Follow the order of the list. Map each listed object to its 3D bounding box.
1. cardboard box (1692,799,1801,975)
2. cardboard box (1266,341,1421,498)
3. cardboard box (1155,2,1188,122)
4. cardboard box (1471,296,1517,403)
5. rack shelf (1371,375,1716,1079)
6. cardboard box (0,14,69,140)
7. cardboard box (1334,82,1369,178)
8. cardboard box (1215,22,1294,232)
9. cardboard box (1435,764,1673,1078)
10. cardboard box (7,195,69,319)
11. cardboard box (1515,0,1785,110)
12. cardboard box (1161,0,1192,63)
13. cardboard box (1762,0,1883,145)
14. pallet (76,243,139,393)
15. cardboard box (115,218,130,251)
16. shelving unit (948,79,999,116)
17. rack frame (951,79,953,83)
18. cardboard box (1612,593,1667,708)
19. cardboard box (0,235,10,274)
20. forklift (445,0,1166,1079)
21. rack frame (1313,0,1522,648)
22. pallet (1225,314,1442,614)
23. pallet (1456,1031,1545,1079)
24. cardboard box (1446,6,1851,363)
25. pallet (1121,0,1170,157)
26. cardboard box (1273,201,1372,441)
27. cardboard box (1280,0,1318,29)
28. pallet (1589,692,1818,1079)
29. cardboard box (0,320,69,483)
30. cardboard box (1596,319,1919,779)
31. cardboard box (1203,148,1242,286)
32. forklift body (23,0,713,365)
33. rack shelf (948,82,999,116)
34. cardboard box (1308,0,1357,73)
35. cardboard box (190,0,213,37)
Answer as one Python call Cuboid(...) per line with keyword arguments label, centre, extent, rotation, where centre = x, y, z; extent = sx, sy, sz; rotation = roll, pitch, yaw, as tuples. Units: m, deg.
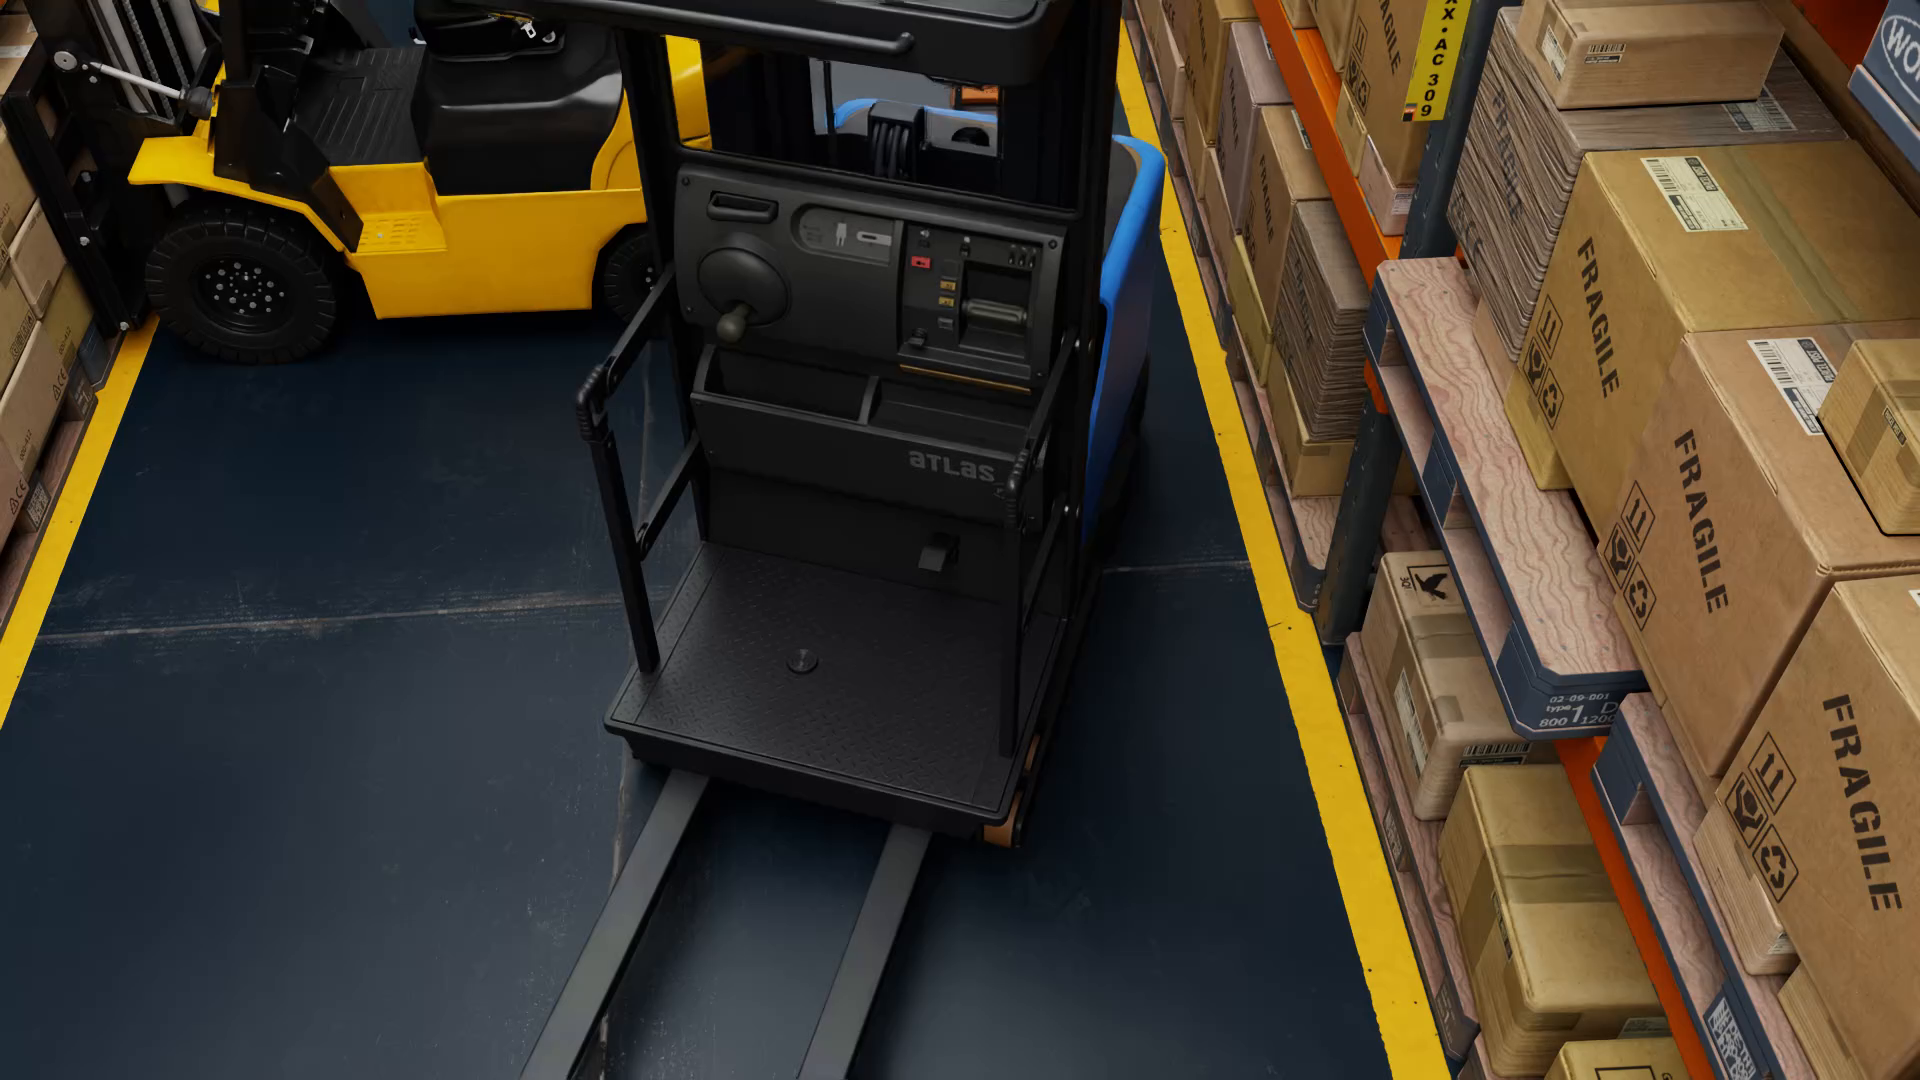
Cuboid(label="cardboard box", centre=(1.383, 0.520, 2.576), extent=(0.380, 0.149, 0.250), rotation=(-2, 47, -2))
Cuboid(label="cardboard box", centre=(1.253, -0.396, 5.164), extent=(0.500, 0.250, 0.500), rotation=(-2, 47, -1))
Cuboid(label="cardboard box", centre=(1.063, -1.909, 6.596), extent=(0.500, 0.250, 0.500), rotation=(-2, 47, -2))
Cuboid(label="cardboard box", centre=(1.302, -0.425, 3.470), extent=(0.380, 0.149, 0.250), rotation=(-3, 47, -3))
Cuboid(label="rack shelf", centre=(1.738, 0.908, 2.819), extent=(1.077, 0.370, 4.000), rotation=(-3, 47, -3))
Cuboid(label="cardboard box", centre=(-3.225, -1.504, 5.524), extent=(0.500, 0.250, 0.500), rotation=(-4, 47, -4))
Cuboid(label="cardboard box", centre=(1.212, -1.094, 4.393), extent=(0.380, 0.149, 0.250), rotation=(-3, 47, -2))
Cuboid(label="cardboard box", centre=(1.165, -1.392, 5.590), extent=(0.500, 0.500, 0.500), rotation=(-1, 47, -1))
Cuboid(label="cardboard box", centre=(1.681, 0.872, 3.878), extent=(0.950, 0.372, 0.625), rotation=(-1, 47, -1))
Cuboid(label="cardboard box", centre=(-3.183, -0.950, 5.344), extent=(0.500, 0.250, 0.500), rotation=(-4, 47, -4))
Cuboid(label="cardboard box", centre=(1.258, -0.928, 3.054), extent=(0.380, 0.149, 0.250), rotation=(-4, 47, -3))
Cuboid(label="cardboard box", centre=(1.078, -2.141, 6.300), extent=(0.500, 0.500, 0.500), rotation=(-5, 47, -5))
Cuboid(label="cardboard box", centre=(1.838, -0.747, 3.328), extent=(0.500, 0.500, 0.500), rotation=(-4, 47, -4))
Cuboid(label="pallet", centre=(-3.505, -0.985, 6.038), extent=(1.003, 0.211, 1.213), rotation=(-3, 47, -3))
Cuboid(label="cardboard box", centre=(-3.225, -1.157, 5.884), extent=(0.500, 0.250, 0.500), rotation=(-2, 47, -2))
Cuboid(label="shelving unit", centre=(0.098, -1.204, 5.564), extent=(0.258, 1.200, 0.503), rotation=(-2, 47, -1))
Cuboid(label="rack frame", centre=(0.088, -1.381, 5.732), extent=(0.240, 1.200, 0.015), rotation=(-2, 47, -1))
Cuboid(label="cardboard box", centre=(1.394, 0.145, 2.930), extent=(0.380, 0.149, 0.250), rotation=(-3, 47, -3))
Cuboid(label="cardboard box", centre=(-3.136, -0.764, 4.824), extent=(0.500, 0.250, 0.500), rotation=(-3, 47, -3))
Cuboid(label="forklift", centre=(-0.280, -0.511, 3.715), extent=(1.130, 2.935, 3.031), rotation=(12, 48, 11))
Cuboid(label="rack frame", centre=(1.571, -0.786, 3.928), extent=(1.000, 3.000, 0.127), rotation=(-3, 47, -3))
Cuboid(label="pallet", centre=(1.479, -0.311, 5.399), extent=(1.003, 0.211, 1.213), rotation=(-3, 47, -3))
Cuboid(label="pallet", centre=(1.742, 1.621, 3.570), extent=(1.003, 0.211, 1.213), rotation=(-3, 47, -3))
Cuboid(label="cardboard box", centre=(1.324, -0.710, 3.294), extent=(0.500, 0.500, 0.500), rotation=(-2, 47, -2))
Cuboid(label="pallet", centre=(1.275, -2.076, 7.071), extent=(1.003, 0.211, 1.213), rotation=(-3, 47, -3))
Cuboid(label="cardboard box", centre=(1.254, -0.655, 4.892), extent=(0.500, 0.500, 0.500), rotation=(-4, 47, -4))
Cuboid(label="cardboard box", centre=(1.152, -1.649, 4.918), extent=(0.380, 0.149, 0.250), rotation=(-4, 47, -4))
Cuboid(label="pallet", centre=(1.699, 0.744, 2.611), extent=(1.003, 0.211, 1.213), rotation=(-3, 47, -3))
Cuboid(label="cardboard box", centre=(-3.144, -0.417, 5.184), extent=(0.500, 0.250, 0.500), rotation=(-4, 47, -4))
Cuboid(label="cardboard box", centre=(1.394, 0.010, 2.611), extent=(0.500, 0.500, 0.500), rotation=(-4, 47, -4))
Cuboid(label="cardboard box", centre=(1.161, -1.149, 5.877), extent=(0.500, 0.250, 0.500), rotation=(-3, 47, -3))
Cuboid(label="forklift body", centre=(-1.734, -1.823, 5.495), extent=(2.313, 2.155, 1.214), rotation=(-3, 47, -3))
Cuboid(label="rack shelf", centre=(0.098, -1.312, 5.450), extent=(0.258, 0.148, 0.480), rotation=(-2, 47, -1))
Cuboid(label="cardboard box", centre=(1.236, -1.601, 4.427), extent=(0.500, 0.500, 0.500), rotation=(-2, 47, -2))
Cuboid(label="cardboard box", centre=(-3.356, -2.254, 6.923), extent=(0.500, 0.250, 0.500), rotation=(-3, 47, -3))
